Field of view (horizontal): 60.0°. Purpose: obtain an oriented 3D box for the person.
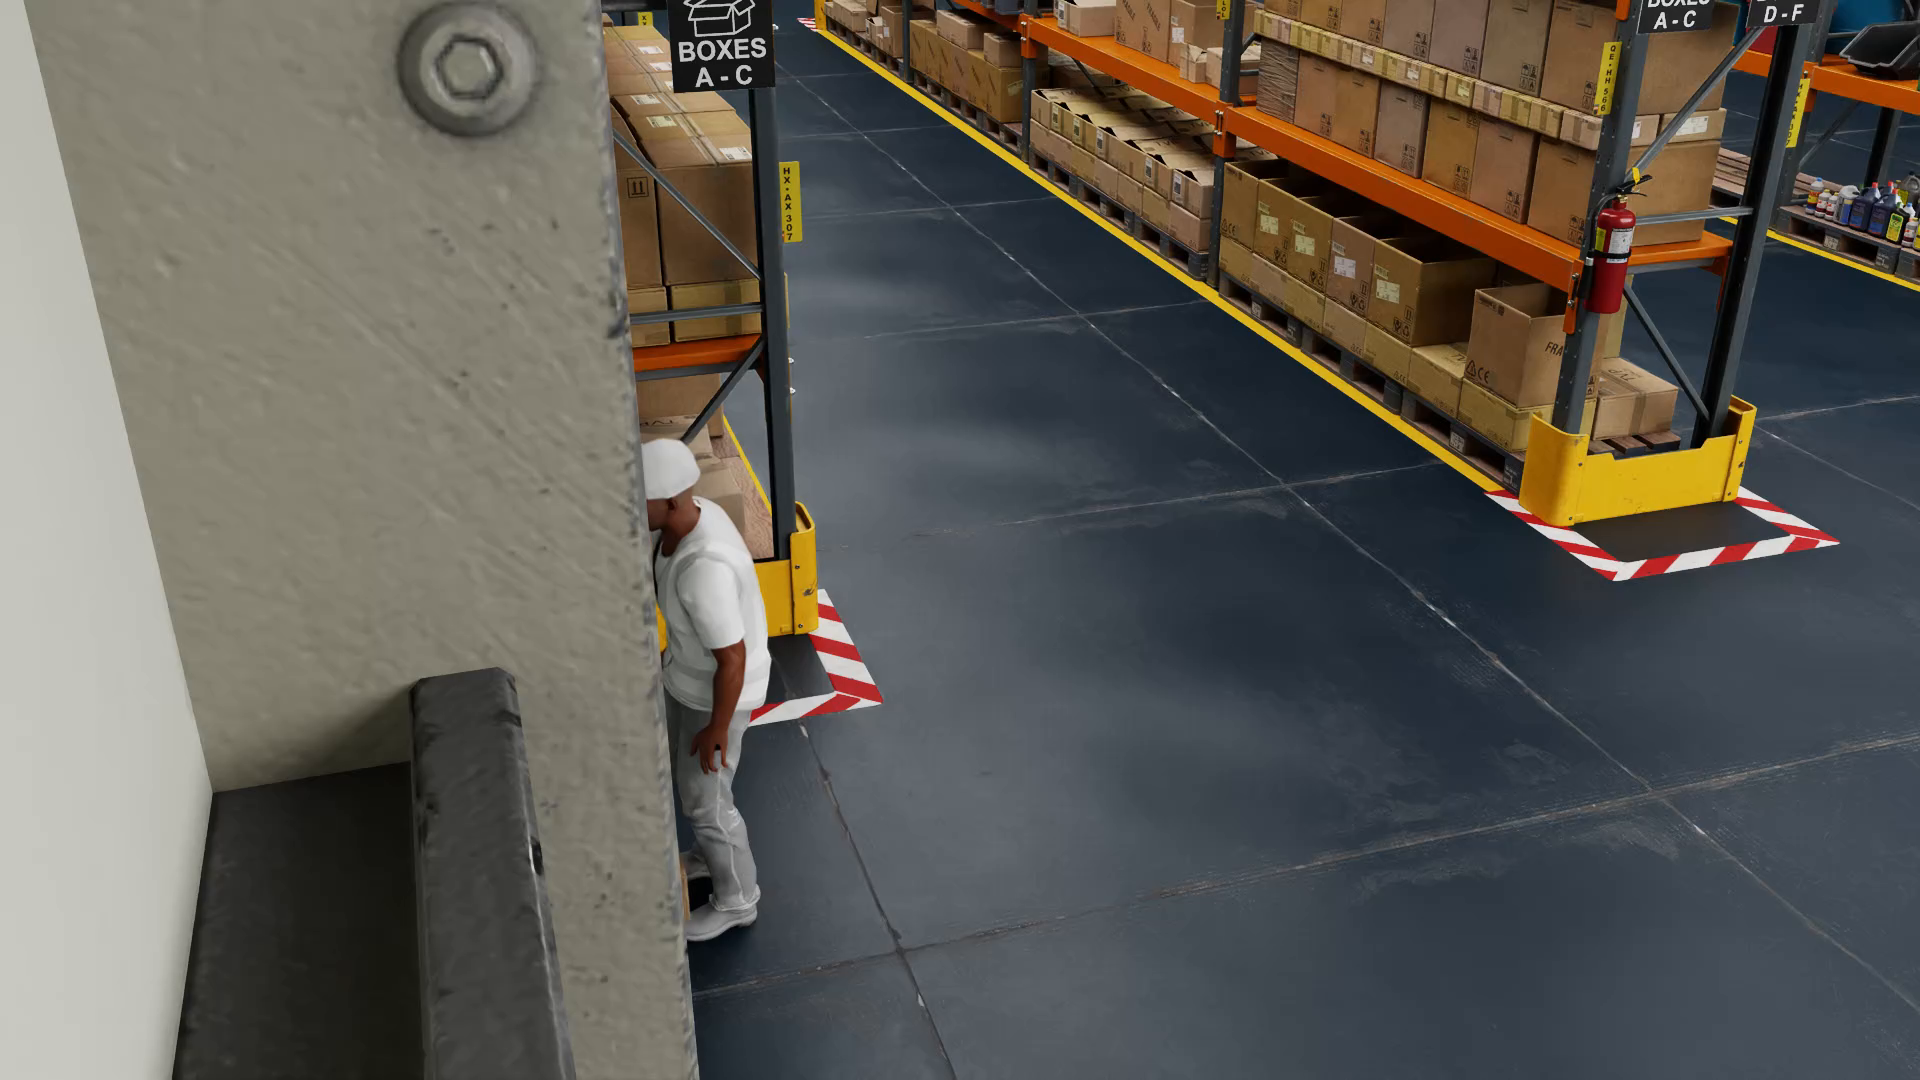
[{"bbox_3d":[-0.851,0.475,5.366,0.462,1.759,0.627,-10,28,-19],"label":"person"}]
